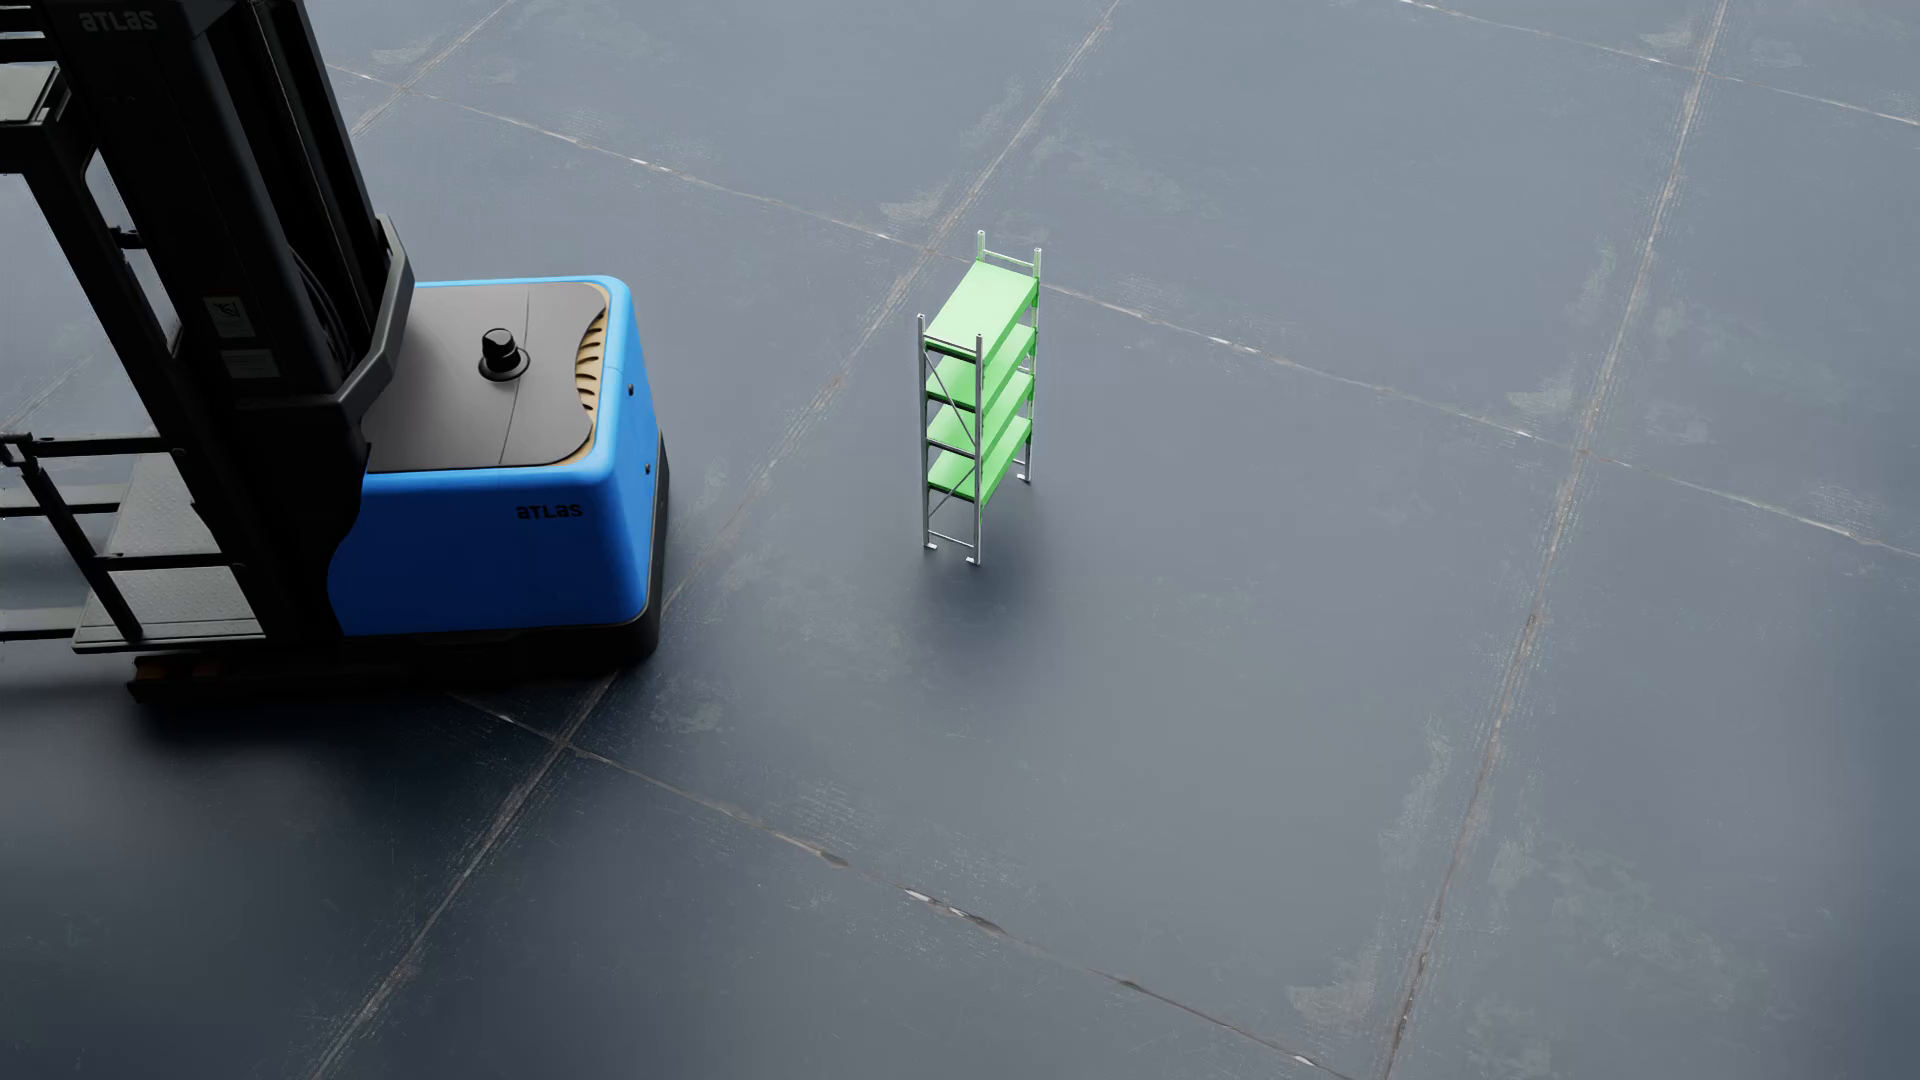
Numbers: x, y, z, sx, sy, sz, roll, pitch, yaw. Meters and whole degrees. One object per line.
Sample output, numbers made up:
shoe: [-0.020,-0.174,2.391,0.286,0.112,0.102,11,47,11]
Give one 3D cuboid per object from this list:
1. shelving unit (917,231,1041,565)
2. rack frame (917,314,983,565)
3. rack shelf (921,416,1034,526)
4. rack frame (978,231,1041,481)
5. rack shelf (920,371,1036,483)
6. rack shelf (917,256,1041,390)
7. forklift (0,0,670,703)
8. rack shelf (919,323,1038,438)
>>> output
shelving unit: [0.071,-0.503,6.205,0.258,1.200,0.503,20,52,16]
rack frame: [-0.034,-0.335,6.062,0.240,1.200,0.015,20,52,16]
rack shelf: [0.071,-0.306,6.437,0.258,0.148,0.480,20,52,16]
rack frame: [0.175,-0.671,6.348,0.240,1.200,0.015,20,52,16]
rack shelf: [0.071,-0.461,6.254,0.258,0.148,0.480,20,52,16]
rack shelf: [0.071,-0.772,5.888,0.258,0.148,0.480,20,52,16]
forklift: [-2.654,-0.776,5.301,3.031,2.935,1.130,-3,50,-2]
rack shelf: [0.071,-0.617,6.071,0.258,0.148,0.480,20,52,16]
